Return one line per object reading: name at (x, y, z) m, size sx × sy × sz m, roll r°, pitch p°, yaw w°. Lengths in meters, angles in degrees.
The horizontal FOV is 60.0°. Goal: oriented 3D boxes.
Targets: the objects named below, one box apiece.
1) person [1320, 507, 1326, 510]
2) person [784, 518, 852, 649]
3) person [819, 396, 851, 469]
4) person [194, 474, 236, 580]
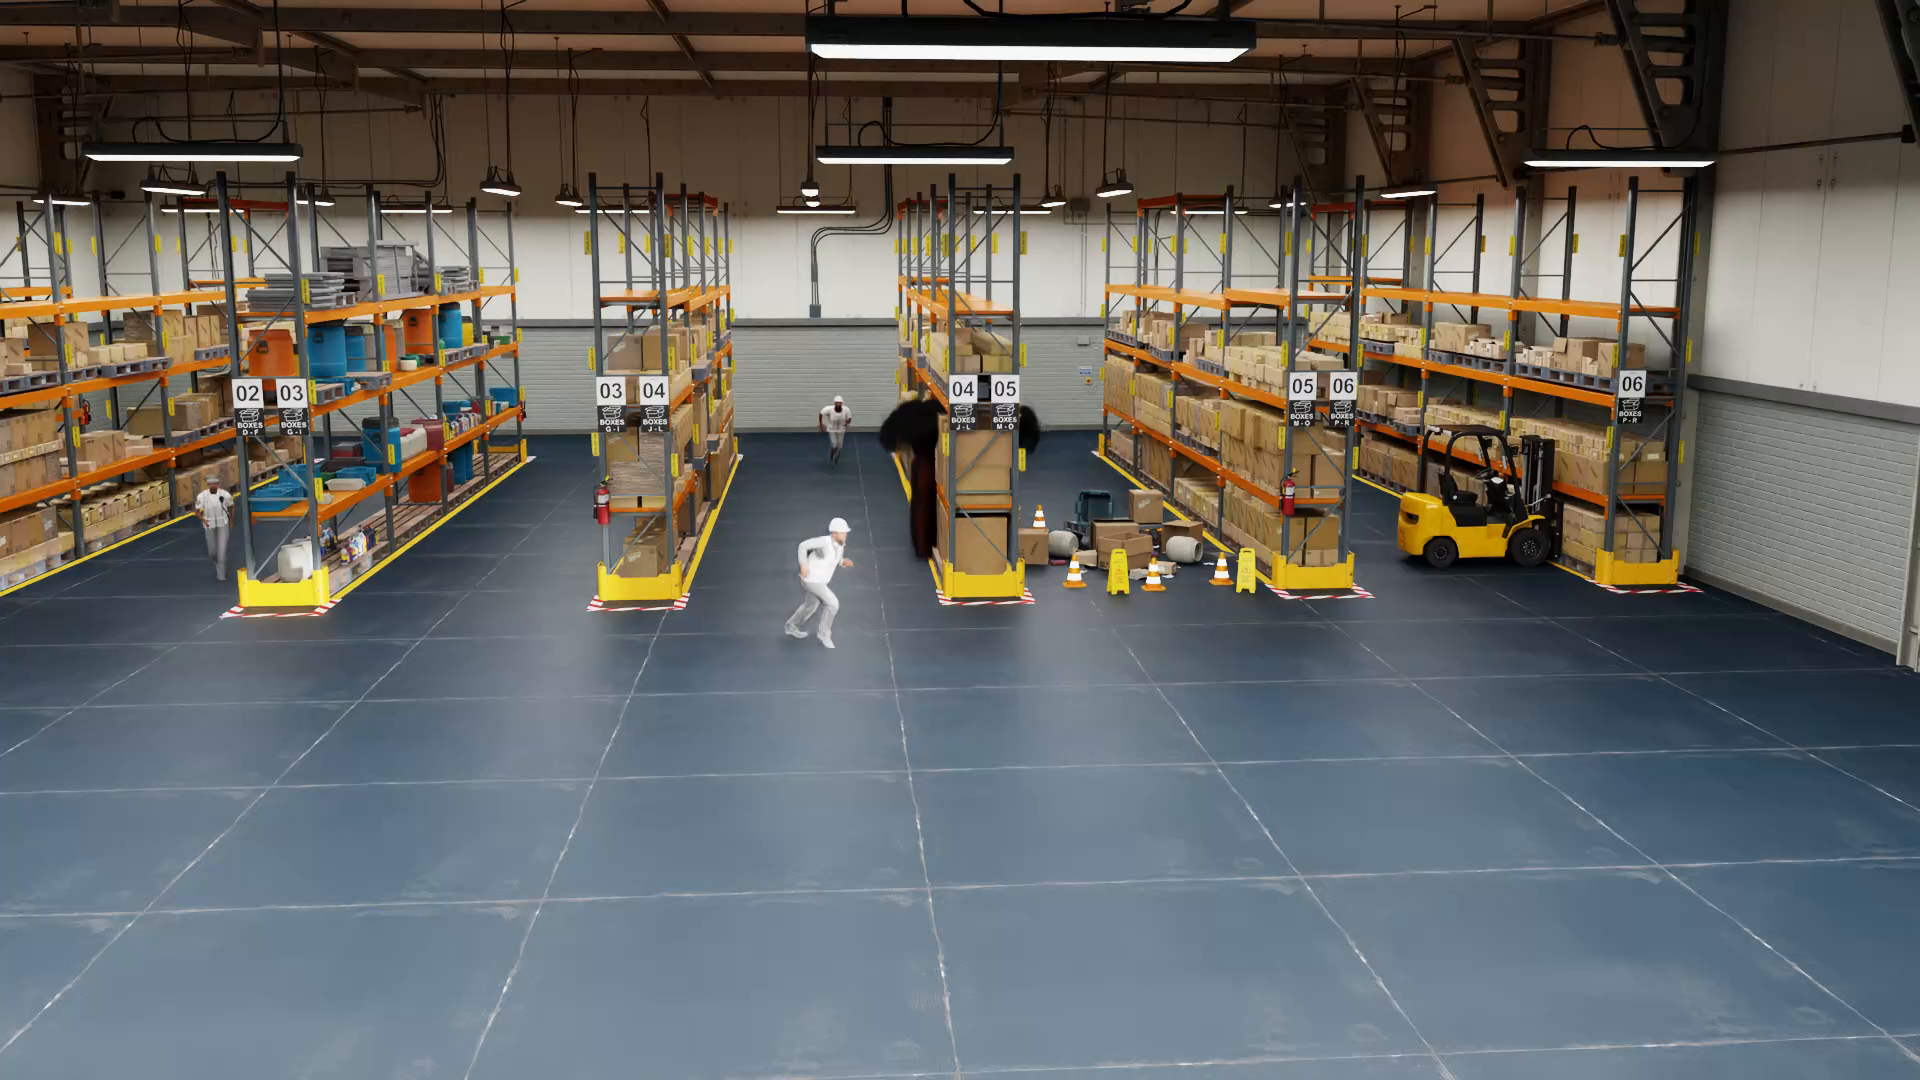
person at (6.436, -1.048, 30.114) m, size 0.531 × 1.565 × 0.899 m, roll -2°, pitch 10°, yaw -11°
person at (-1.814, 0.549, 20.963) m, size 0.995 × 1.708 × 0.696 m, roll 5°, pitch 11°, yaw 25°
person at (-2.796, -2.431, 37.663) m, size 0.687 × 1.680 × 0.714 m, roll -4°, pitch 11°, yaw -21°
person at (-11.322, -0.221, 25.330) m, size 0.570 × 1.638 × 0.722 m, roll -3°, pitch 11°, yaw -17°
